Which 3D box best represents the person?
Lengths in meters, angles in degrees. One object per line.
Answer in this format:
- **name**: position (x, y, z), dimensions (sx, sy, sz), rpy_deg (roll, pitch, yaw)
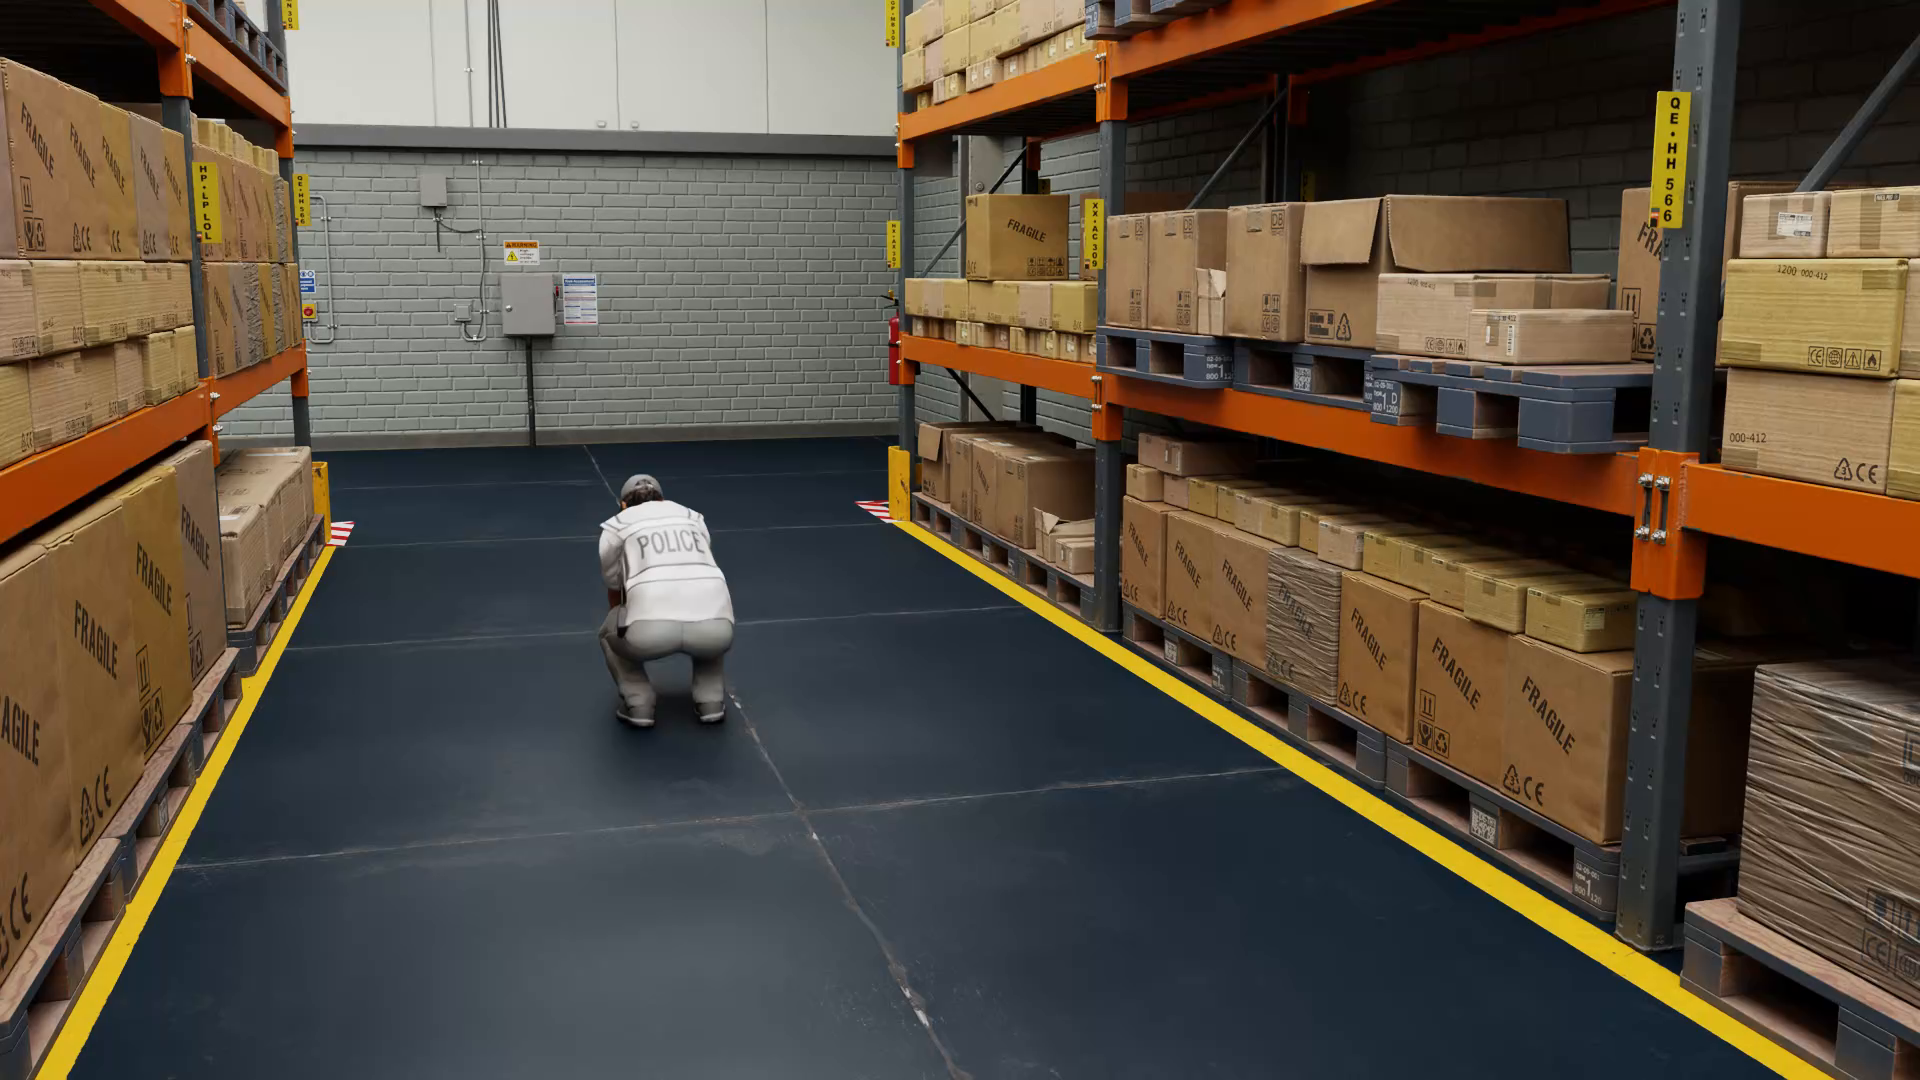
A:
- **person**: position (-1.191, 0.235, 6.702), dimensions (0.517, 0.948, 0.874), rpy_deg (-3, 10, -17)
